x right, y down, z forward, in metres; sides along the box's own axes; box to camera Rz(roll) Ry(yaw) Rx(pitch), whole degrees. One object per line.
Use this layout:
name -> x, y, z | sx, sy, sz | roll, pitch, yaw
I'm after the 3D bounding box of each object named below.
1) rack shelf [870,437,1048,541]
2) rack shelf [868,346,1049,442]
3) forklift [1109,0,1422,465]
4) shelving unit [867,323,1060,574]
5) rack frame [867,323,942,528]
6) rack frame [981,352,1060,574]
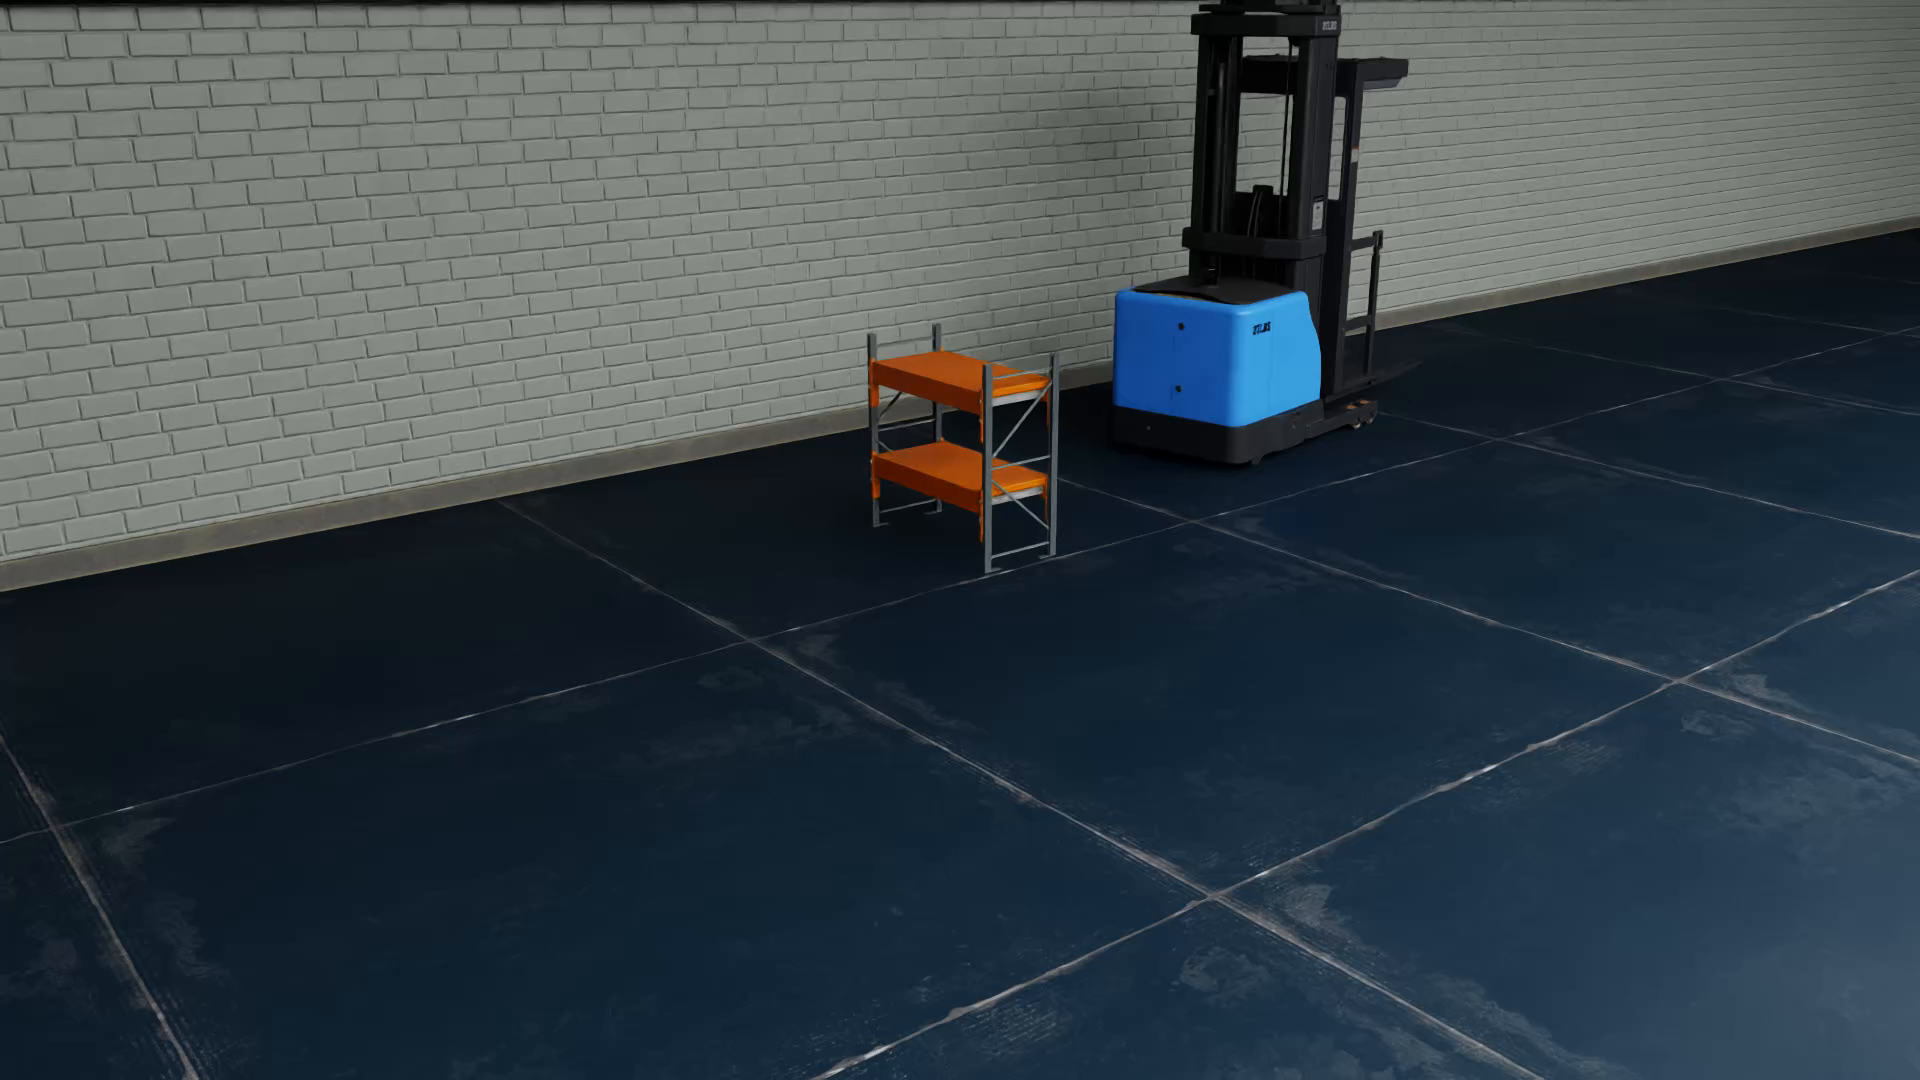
rack shelf -> 0.004, -0.300, 9.258 | 0.538, 0.278, 1.000 | -14, 23, -36
rack shelf -> 0.004, -0.810, 9.089 | 0.538, 0.278, 1.000 | -14, 23, -36
forklift -> 2.335, -2.265, 11.541 | 1.130, 2.935, 3.031 | 15, 23, 38
shelving unit -> 0.004, -0.532, 9.181 | 0.538, 1.125, 1.048 | -14, 23, -36
rack frame -> -0.311, -0.658, 9.559 | 0.500, 1.125, 0.032 | -14, 23, -36
rack frame -> 0.320, -0.407, 8.802 | 0.500, 1.125, 0.032 | -14, 23, -36
